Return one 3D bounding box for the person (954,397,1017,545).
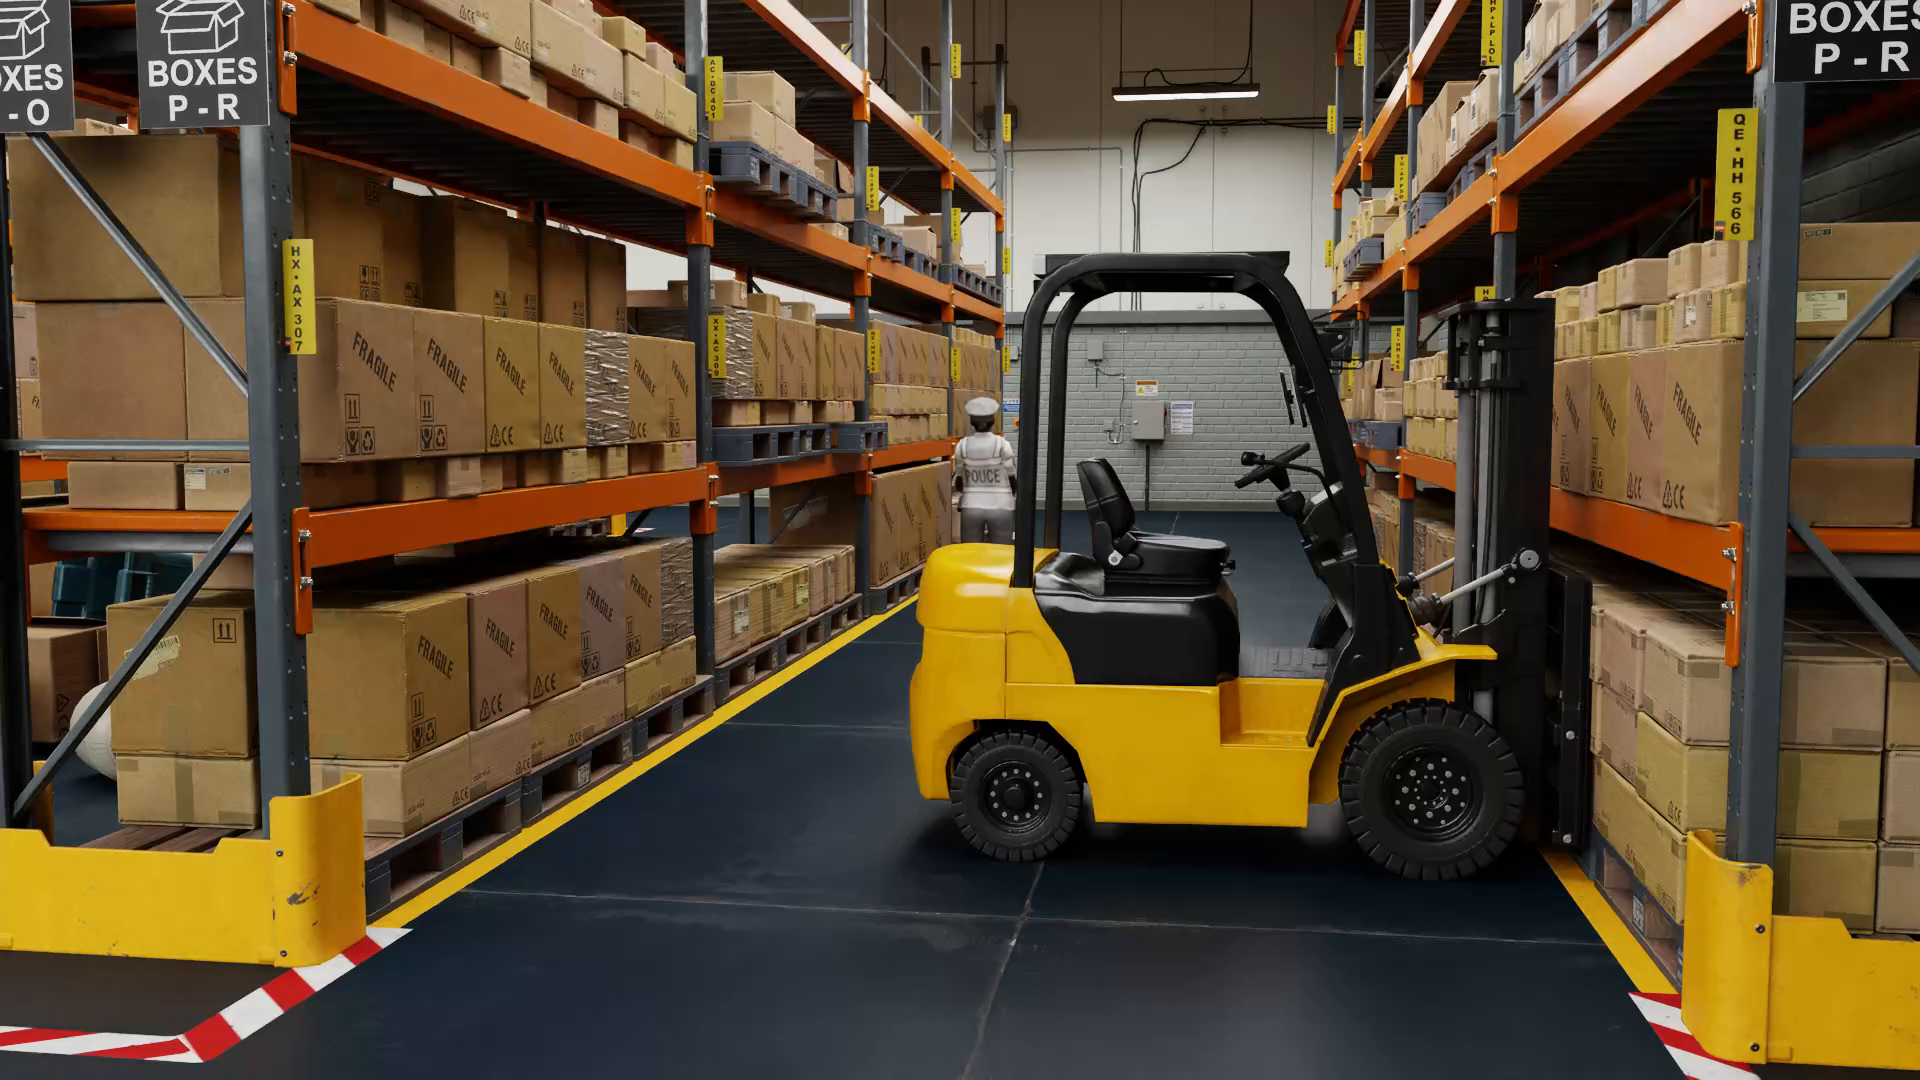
[{"bbox_3d":[0.194,-0.188,12.062,0.454,1.690,0.530,1,5,8],"label":"person"}]
